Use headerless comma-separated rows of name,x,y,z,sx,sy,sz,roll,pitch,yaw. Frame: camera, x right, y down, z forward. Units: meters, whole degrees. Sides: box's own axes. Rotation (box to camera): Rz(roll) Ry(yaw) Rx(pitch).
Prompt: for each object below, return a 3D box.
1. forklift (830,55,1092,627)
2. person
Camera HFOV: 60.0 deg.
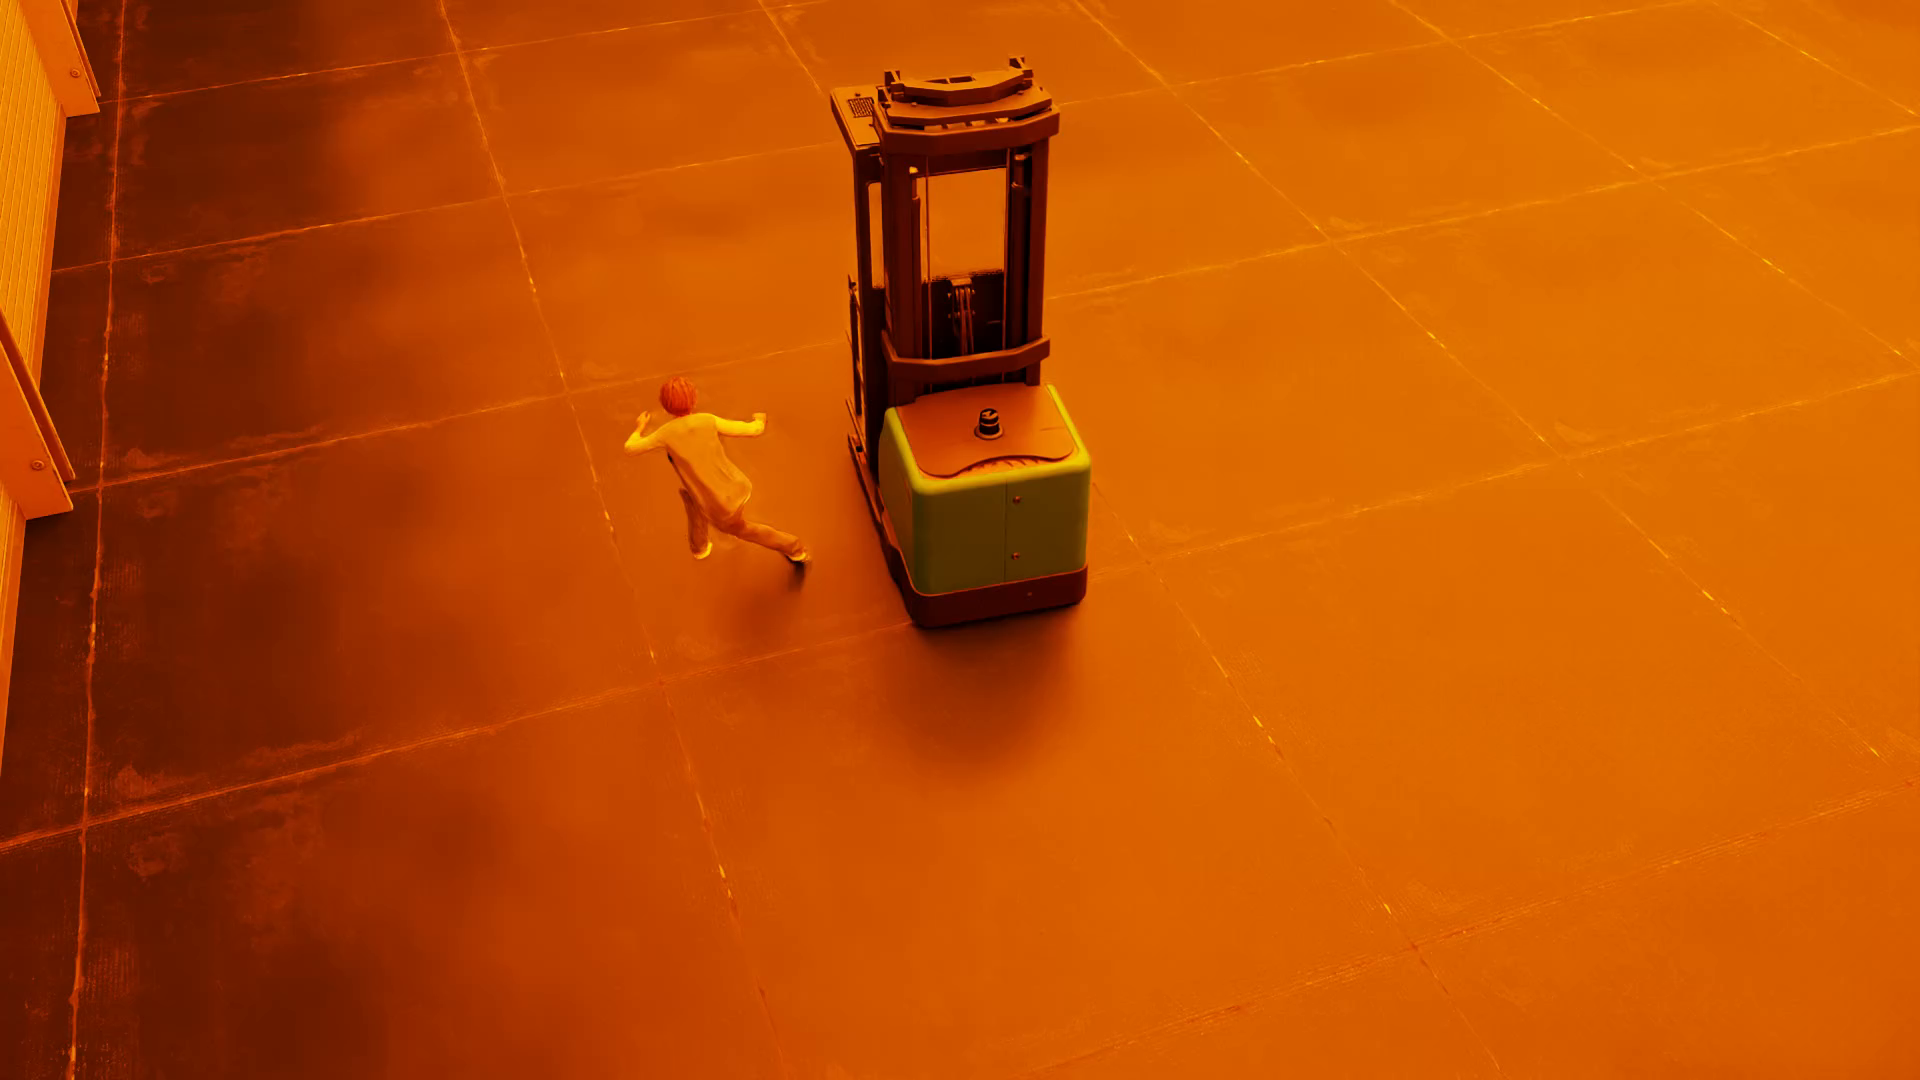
forklift,-0.109,-1.579,9.877,1.130,2.935,3.031,-9,41,-11
person,-1.450,-0.410,9.678,0.867,1.359,0.846,30,49,31
